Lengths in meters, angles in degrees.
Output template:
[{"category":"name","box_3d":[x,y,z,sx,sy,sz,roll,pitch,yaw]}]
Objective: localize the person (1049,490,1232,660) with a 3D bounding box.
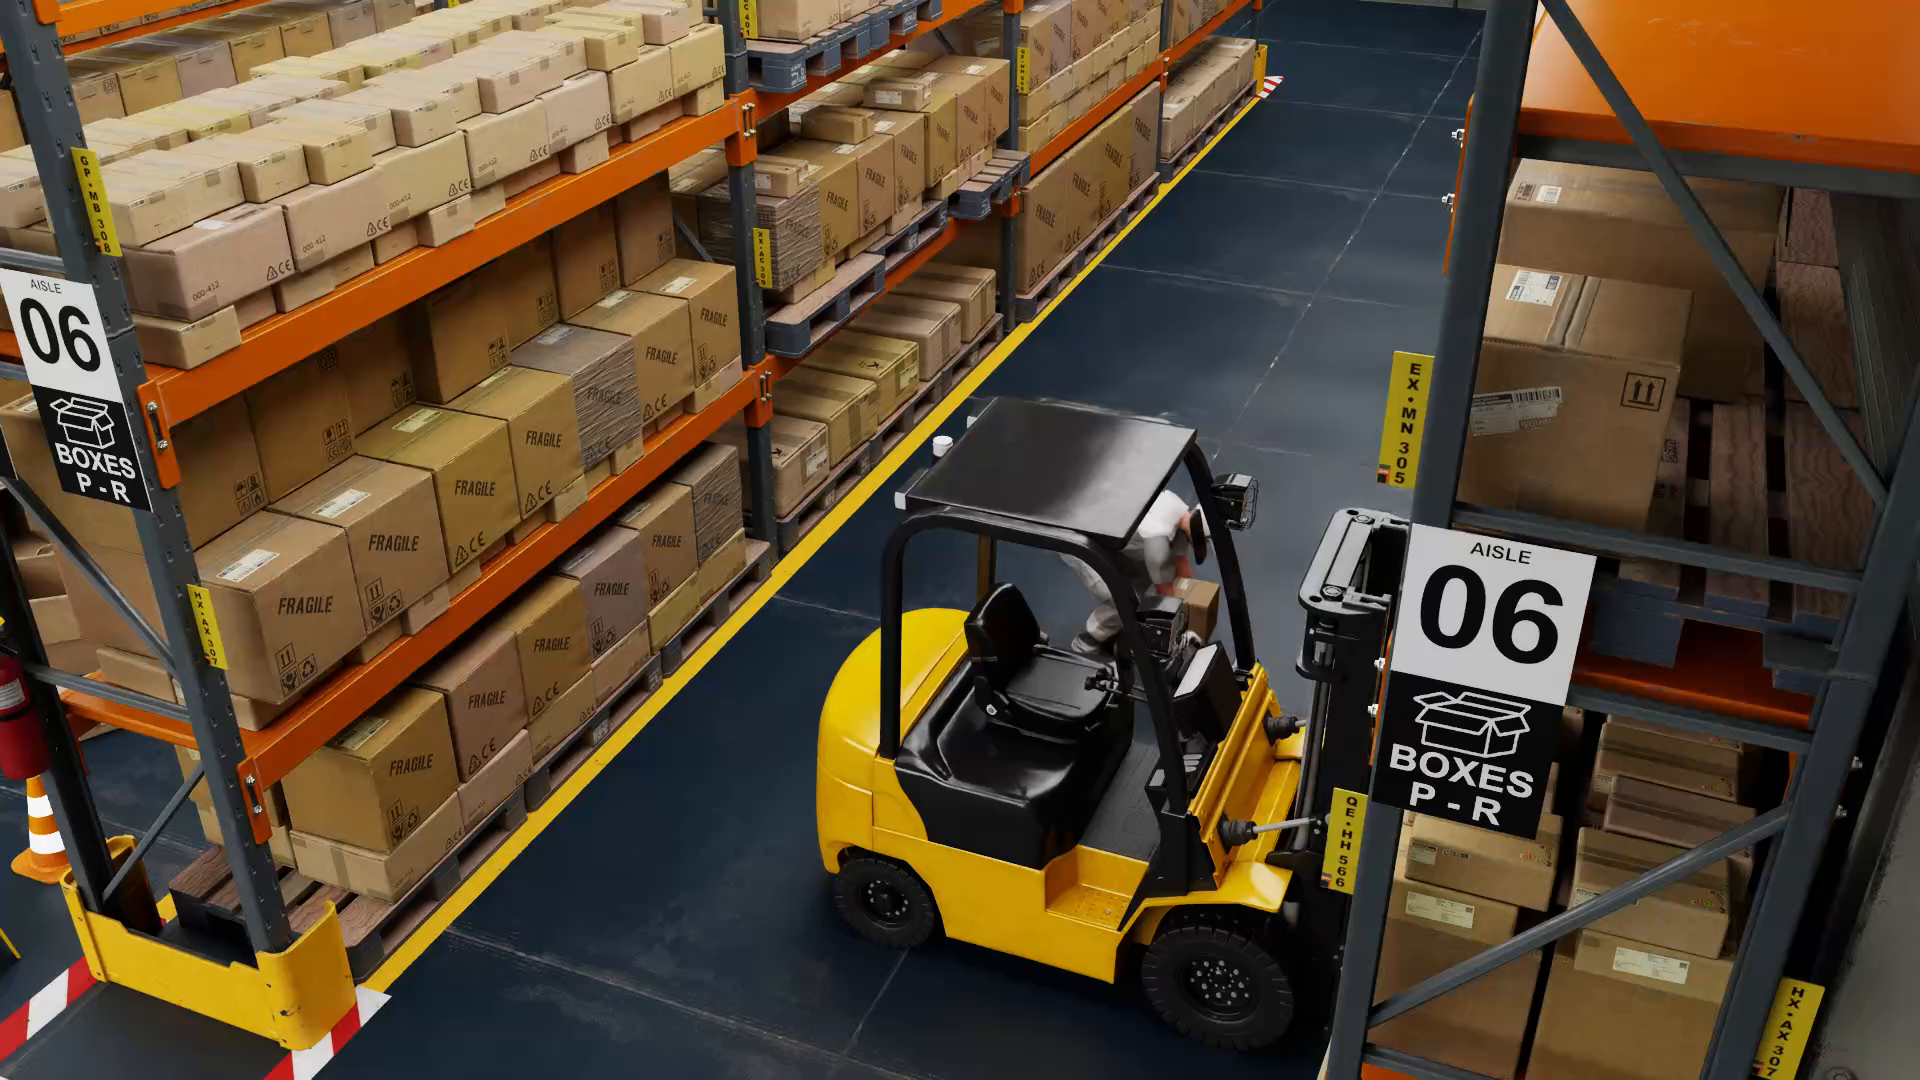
[{"category":"person","box_3d":[0.940,0.197,8.805,0.958,1.024,0.524,10,31,17]}]
